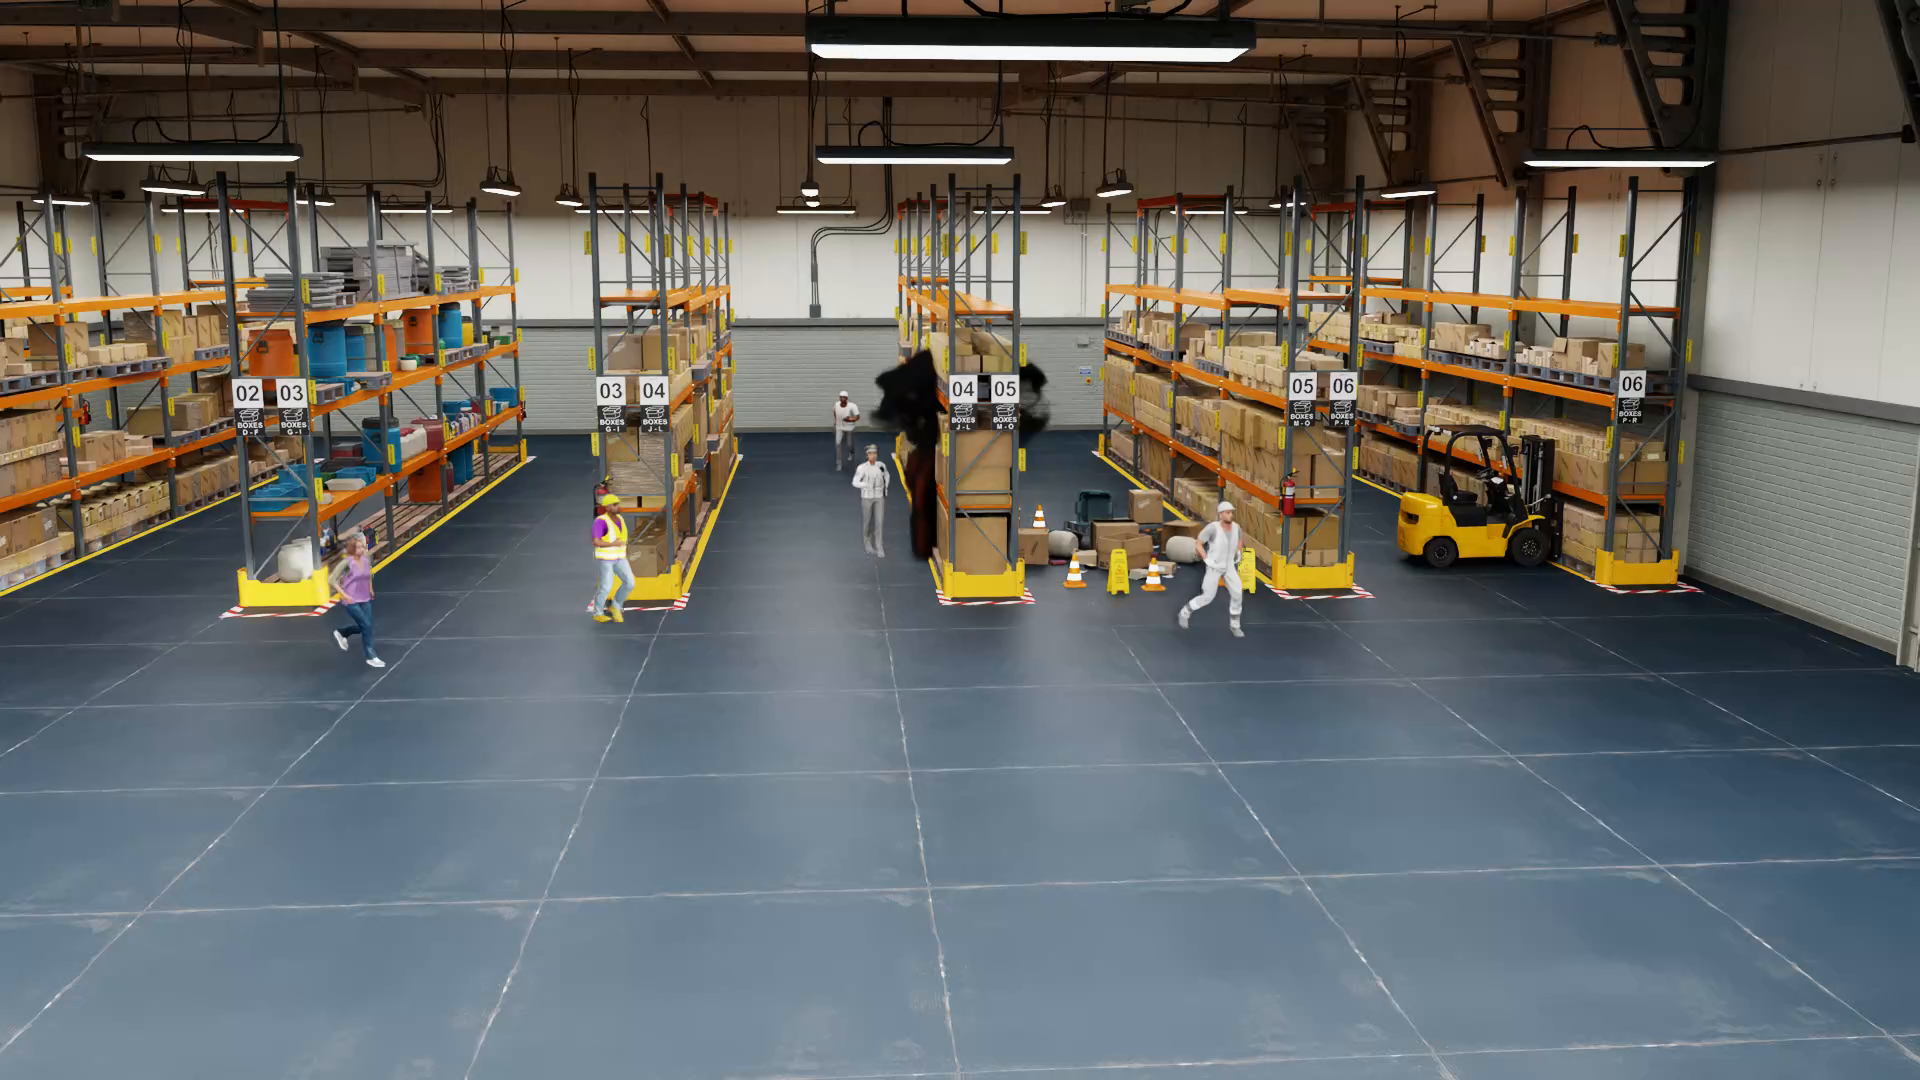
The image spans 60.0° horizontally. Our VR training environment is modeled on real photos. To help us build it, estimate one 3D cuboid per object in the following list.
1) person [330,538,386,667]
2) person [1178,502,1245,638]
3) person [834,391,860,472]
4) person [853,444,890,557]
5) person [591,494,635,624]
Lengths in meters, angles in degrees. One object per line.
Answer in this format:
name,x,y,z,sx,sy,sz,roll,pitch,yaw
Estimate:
person,-7.317,0.747,20.046,0.732,1.580,0.560,5,11,26
person,3.351,0.376,21.638,0.885,1.778,0.732,-6,11,-29
person,-2.578,-2.491,37.836,0.647,1.812,1.087,1,10,7
person,-1.338,-0.607,25.549,0.616,1.742,0.856,-2,10,-13
person,-4.611,0.264,22.229,0.691,1.768,0.723,7,12,35
